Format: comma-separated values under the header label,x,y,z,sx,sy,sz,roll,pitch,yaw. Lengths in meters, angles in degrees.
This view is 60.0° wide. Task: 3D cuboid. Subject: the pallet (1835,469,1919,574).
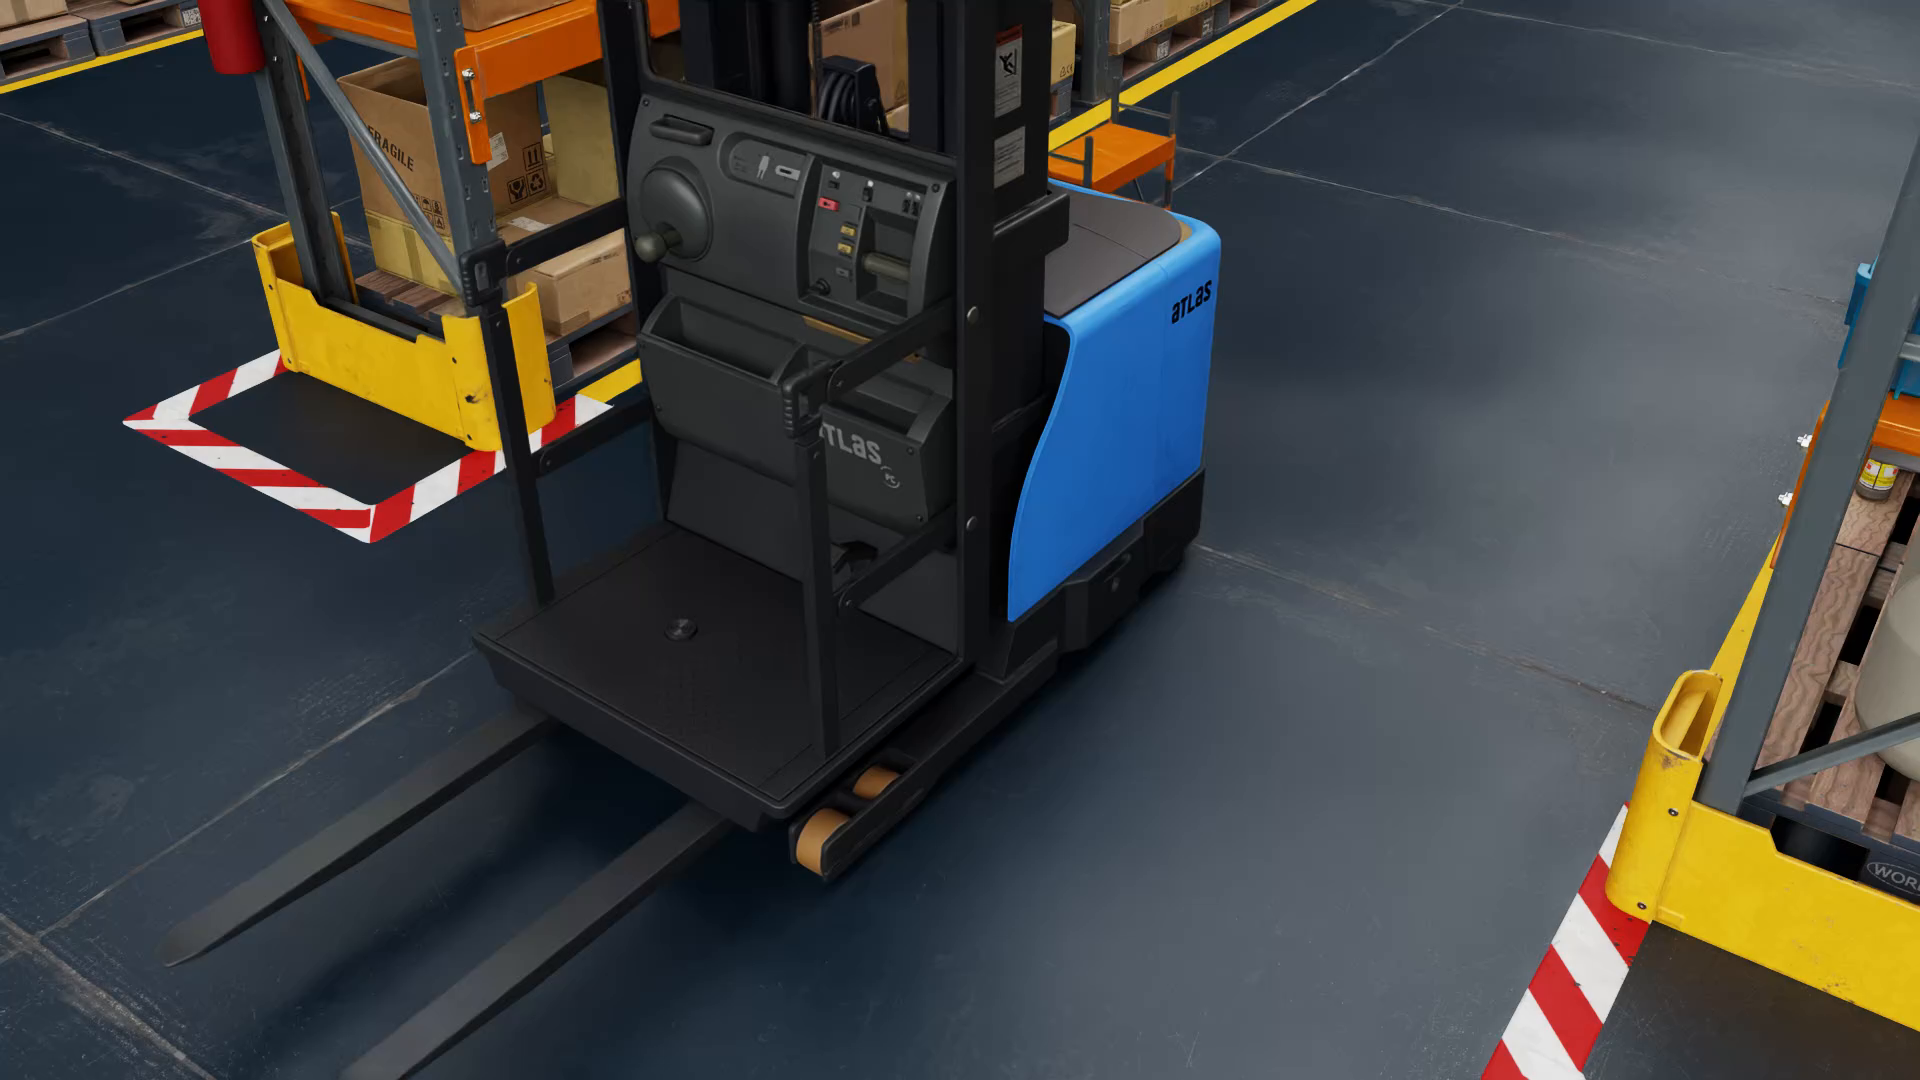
label,x,y,z,sx,sy,sz,roll,pitch,yaw
pallet,3.266,-0.049,5.135,1.003,0.211,1.213,21,39,28

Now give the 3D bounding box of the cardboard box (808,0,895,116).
label,x,y,z,sx,sy,sz,roll,pitch,yaw
cardboard box,-0.624,-2.018,6.967,0.500,0.500,0.500,21,39,28

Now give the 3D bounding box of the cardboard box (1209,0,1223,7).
label,x,y,z,sx,sy,sz,roll,pitch,yaw
cardboard box,1.330,-3.263,9.478,0.500,0.250,0.500,20,39,27

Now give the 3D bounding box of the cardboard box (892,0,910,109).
label,x,y,z,sx,sy,sz,roll,pitch,yaw
cardboard box,-0.350,-2.253,7.314,0.500,0.500,0.500,21,39,28

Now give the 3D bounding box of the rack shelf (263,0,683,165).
label,x,y,z,sx,sy,sz,roll,pitch,yaw
rack shelf,-0.829,-2.430,6.807,1.077,0.370,4.000,21,39,28

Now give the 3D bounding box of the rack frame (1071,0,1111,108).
label,x,y,z,sx,sy,sz,roll,pitch,yaw
rack frame,0.311,-3.648,7.967,1.000,3.000,0.127,21,39,28

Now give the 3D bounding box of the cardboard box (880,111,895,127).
label,x,y,z,sx,sy,sz,roll,pitch,yaw
cardboard box,-0.624,-1.708,7.177,0.500,0.250,0.500,21,39,28

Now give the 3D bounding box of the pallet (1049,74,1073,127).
label,x,y,z,sx,sy,sz,roll,pitch,yaw
pallet,-0.177,-2.140,8.226,1.003,0.211,1.213,21,39,28

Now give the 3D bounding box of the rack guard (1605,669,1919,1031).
label,x,y,z,sx,sy,sz,roll,pitch,yaw
rack guard,2.102,0.762,3.677,1.175,0.500,0.348,21,39,28

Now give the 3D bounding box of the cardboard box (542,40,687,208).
label,x,y,z,sx,sy,sz,roll,pitch,yaw
cardboard box,-1.197,-1.559,6.288,0.500,0.500,0.500,21,39,28

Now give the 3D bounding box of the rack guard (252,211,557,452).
label,x,y,z,sx,sy,sz,roll,pitch,yaw
rack guard,-1.983,-0.761,5.928,1.175,0.500,0.348,21,39,28

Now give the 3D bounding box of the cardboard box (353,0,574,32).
label,x,y,z,sx,sy,sz,roll,pitch,yaw
cardboard box,-1.693,-2.059,5.528,0.700,0.500,0.500,21,39,28

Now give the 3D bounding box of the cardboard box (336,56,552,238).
label,x,y,z,sx,sy,sz,roll,pitch,yaw
cardboard box,-1.908,-1.495,6.193,0.500,0.500,0.500,21,39,28

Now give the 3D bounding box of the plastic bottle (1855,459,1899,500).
label,x,y,z,sx,sy,sz,roll,pitch,yaw
plastic bottle,2.785,-0.232,5.020,0.097,0.201,0.097,0,34,0

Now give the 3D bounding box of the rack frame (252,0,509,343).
label,x,y,z,sx,sy,sz,roll,pitch,yaw
rack frame,-1.969,-1.807,5.245,1.000,3.000,0.127,21,39,28

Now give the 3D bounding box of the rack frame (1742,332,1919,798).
label,x,y,z,sx,sy,sz,roll,pitch,yaw
rack frame,2.100,-0.222,2.901,0.949,2.616,0.053,21,39,28

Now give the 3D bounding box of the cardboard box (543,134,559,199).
label,x,y,z,sx,sy,sz,roll,pitch,yaw
cardboard box,-1.631,-1.417,6.748,0.500,0.250,0.500,21,39,28

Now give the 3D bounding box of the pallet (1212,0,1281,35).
label,x,y,z,sx,sy,sz,roll,pitch,yaw
pallet,1.394,-3.408,10.101,1.003,0.211,1.213,21,39,28

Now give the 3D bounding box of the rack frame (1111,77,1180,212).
label,x,y,z,sx,sy,sz,roll,pitch,yaw
rack frame,0.584,-0.931,5.556,0.240,1.200,0.015,23,40,30

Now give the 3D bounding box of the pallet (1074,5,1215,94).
label,x,y,z,sx,sy,sz,roll,pitch,yaw
pallet,0.699,-2.844,9.268,1.003,0.211,1.213,21,39,28

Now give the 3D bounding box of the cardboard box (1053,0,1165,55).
label,x,y,z,sx,sy,sz,roll,pitch,yaw
cardboard box,0.745,-2.789,8.777,0.500,0.250,0.500,20,39,27

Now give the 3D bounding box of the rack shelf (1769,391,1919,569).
label,x,y,z,sx,sy,sz,roll,pitch,yaw
rack shelf,3.238,-0.846,4.465,1.077,0.370,4.000,21,39,28

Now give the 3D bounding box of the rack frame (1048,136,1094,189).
label,x,y,z,sx,sy,sz,roll,pitch,yaw
rack frame,0.289,-0.713,5.234,0.240,1.200,0.015,23,40,30

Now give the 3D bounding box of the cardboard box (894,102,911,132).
label,x,y,z,sx,sy,sz,roll,pitch,yaw
cardboard box,-0.340,-1.938,7.518,0.500,0.250,0.500,21,39,28

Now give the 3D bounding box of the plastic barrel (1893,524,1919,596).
label,x,y,z,sx,sy,sz,roll,pitch,yaw
plastic barrel,2.696,0.075,4.307,0.421,0.512,0.421,0,34,0

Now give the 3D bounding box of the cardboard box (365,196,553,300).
label,x,y,z,sx,sy,sz,roll,pitch,yaw
cardboard box,-1.906,-1.183,6.402,0.500,0.250,0.500,21,39,28

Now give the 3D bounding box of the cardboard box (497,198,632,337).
label,x,y,z,sx,sy,sz,roll,pitch,yaw
cardboard box,-1.481,-1.018,6.157,0.500,0.250,0.500,21,39,28

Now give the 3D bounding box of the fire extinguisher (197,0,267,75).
label,x,y,z,sx,sy,sz,roll,pitch,yaw
fire extinguisher,-2.419,-1.869,5.405,0.296,0.674,0.183,21,39,28

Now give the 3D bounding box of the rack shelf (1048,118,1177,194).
label,x,y,z,sx,sy,sz,roll,pitch,yaw
rack shelf,0.437,-1.148,5.175,0.258,0.148,0.480,23,40,30

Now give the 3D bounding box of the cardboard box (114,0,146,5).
label,x,y,z,sx,sy,sz,roll,pitch,yaw
cardboard box,-4.788,-3.408,9.451,0.700,0.500,0.500,19,38,25

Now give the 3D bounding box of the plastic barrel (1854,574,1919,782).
label,x,y,z,sx,sy,sz,roll,pitch,yaw
plastic barrel,2.410,0.306,3.966,0.421,0.512,0.421,0,34,0

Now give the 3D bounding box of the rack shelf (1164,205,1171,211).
label,x,y,z,sx,sy,sz,roll,pitch,yaw
rack shelf,0.437,-0.952,5.307,0.258,0.148,0.480,23,40,30

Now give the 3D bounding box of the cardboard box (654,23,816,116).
label,x,y,z,sx,sy,sz,roll,pitch,yaw
cardboard box,-0.923,-1.793,6.635,0.500,0.500,0.500,21,39,28

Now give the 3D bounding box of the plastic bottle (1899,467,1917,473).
label,x,y,z,sx,sy,sz,roll,pitch,yaw
plastic bottle,2.951,-0.370,5.158,0.152,0.276,0.135,22,40,29

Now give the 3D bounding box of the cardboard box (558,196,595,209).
label,x,y,z,sx,sy,sz,roll,pitch,yaw
cardboard box,-1.199,-1.249,6.499,0.500,0.250,0.500,21,39,28

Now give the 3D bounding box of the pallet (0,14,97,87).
label,x,y,z,sx,sy,sz,roll,pitch,yaw
pallet,-5.506,-2.630,8.951,1.003,0.211,1.213,21,39,28

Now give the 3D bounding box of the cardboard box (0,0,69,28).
label,x,y,z,sx,sy,sz,roll,pitch,yaw
cardboard box,-5.248,-3.008,9.028,0.500,0.311,0.500,25,41,32

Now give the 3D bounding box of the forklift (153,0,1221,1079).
label,x,y,z,sx,sy,sz,roll,pitch,yaw
forklift,1.526,-1.628,4.355,3.137,3.703,7.240,23,40,30

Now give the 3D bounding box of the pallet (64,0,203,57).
label,x,y,z,sx,sy,sz,roll,pitch,yaw
pallet,-4.809,-3.189,9.778,1.003,0.211,1.213,21,39,28

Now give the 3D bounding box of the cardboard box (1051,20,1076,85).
label,x,y,z,sx,sy,sz,roll,pitch,yaw
cardboard box,0.226,-2.400,8.200,0.500,0.250,0.500,21,39,28

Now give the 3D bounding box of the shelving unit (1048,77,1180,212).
label,x,y,z,sx,sy,sz,roll,pitch,yaw
shelving unit,0.437,-0.822,5.395,0.258,1.200,0.503,23,40,30
